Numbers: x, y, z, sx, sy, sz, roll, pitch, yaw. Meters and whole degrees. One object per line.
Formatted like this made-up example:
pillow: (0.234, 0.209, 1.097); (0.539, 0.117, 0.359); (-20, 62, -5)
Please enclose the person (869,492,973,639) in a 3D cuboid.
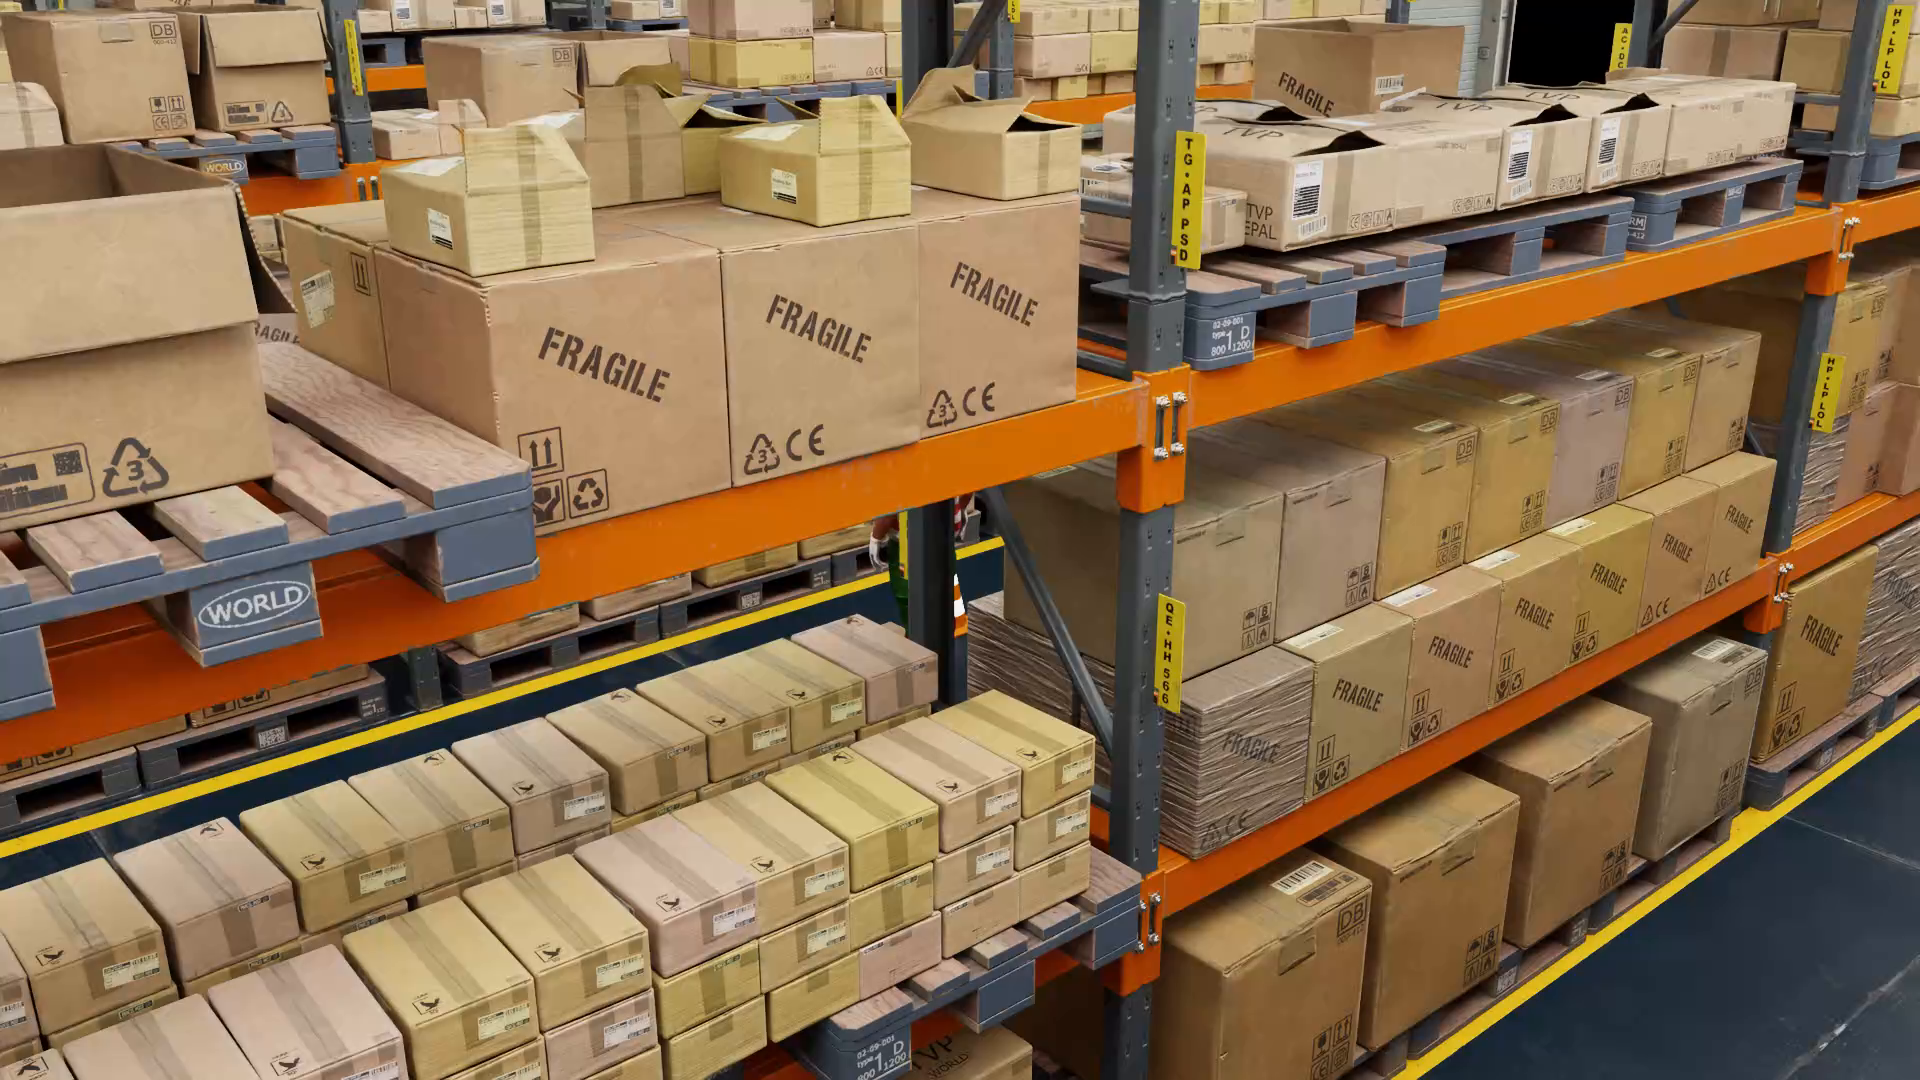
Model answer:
person: (-0.241, -0.056, 8.666); (0.637, 1.790, 0.562); (-17, 27, -37)
